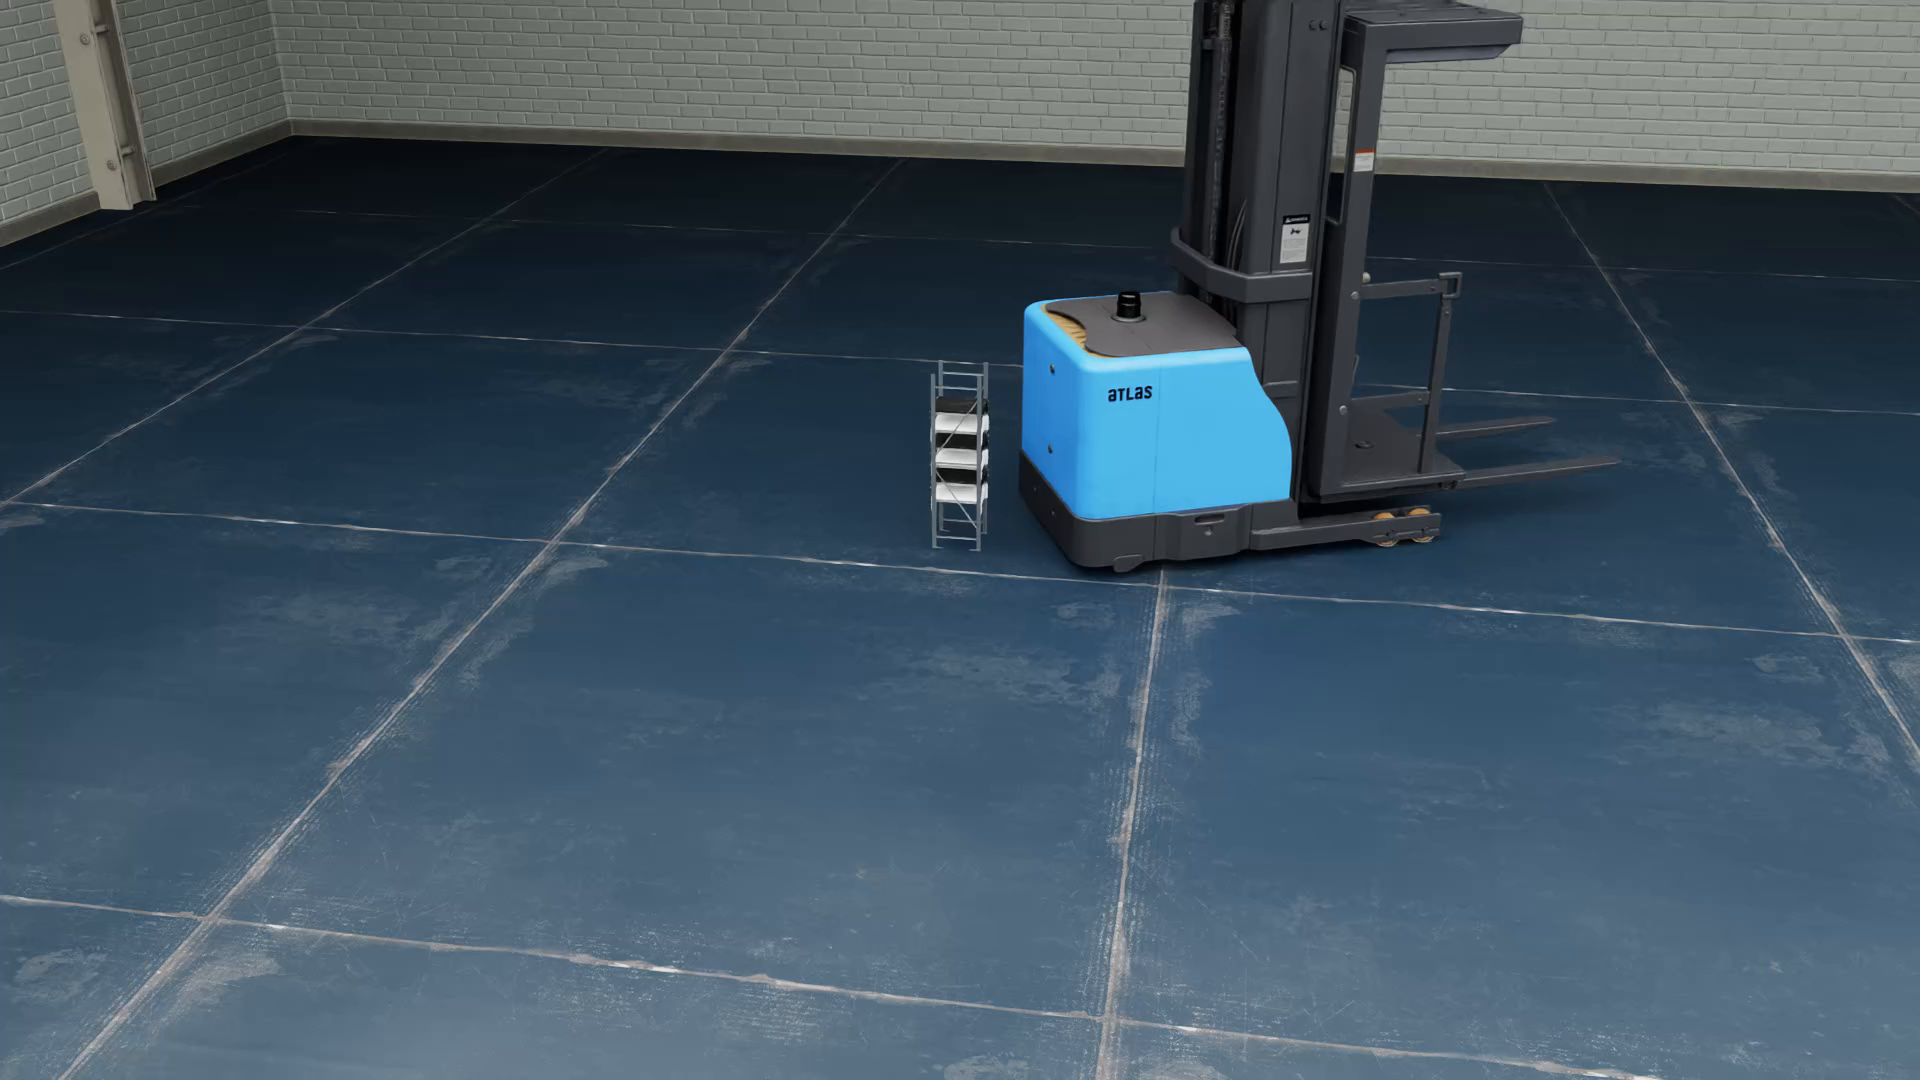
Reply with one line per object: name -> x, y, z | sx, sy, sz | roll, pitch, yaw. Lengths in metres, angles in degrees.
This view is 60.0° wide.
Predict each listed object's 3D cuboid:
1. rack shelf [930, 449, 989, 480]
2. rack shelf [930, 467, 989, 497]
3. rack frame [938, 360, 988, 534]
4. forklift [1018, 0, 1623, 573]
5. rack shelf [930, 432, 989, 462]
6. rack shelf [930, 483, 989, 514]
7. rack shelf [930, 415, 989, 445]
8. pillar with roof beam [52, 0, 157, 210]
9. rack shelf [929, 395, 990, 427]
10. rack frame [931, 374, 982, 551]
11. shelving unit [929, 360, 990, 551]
rack shelf -> -0.001, -0.374, 8.066 | 0.258, 0.077, 0.200 | 4, 25, 9
rack shelf -> -0.001, -0.292, 8.104 | 0.258, 0.077, 0.200 | 4, 25, 9
rack frame -> 0.015, -0.447, 8.143 | 0.240, 0.900, 0.006 | 4, 25, 9
forklift -> 1.878, -1.502, 8.002 | 3.031, 2.935, 1.130 | -6, 26, -13
rack shelf -> -0.001, -0.455, 8.028 | 0.258, 0.077, 0.200 | 4, 25, 9
rack shelf -> -0.001, -0.211, 8.142 | 0.258, 0.077, 0.200 | 4, 25, 9
rack shelf -> -0.001, -0.537, 7.990 | 0.258, 0.077, 0.200 | 4, 25, 9
pillar with roof beam -> -3.024, -6.714, 11.980 | 9.100, 9.000, 0.400 | 4, 25, 9
rack shelf -> -0.001, -0.619, 7.952 | 0.258, 0.077, 0.200 | 4, 25, 9
rack frame -> -0.018, -0.362, 7.961 | 0.240, 0.900, 0.006 | 4, 25, 9
shelving unit -> -0.001, -0.404, 8.052 | 0.258, 0.900, 0.210 | 4, 25, 9
